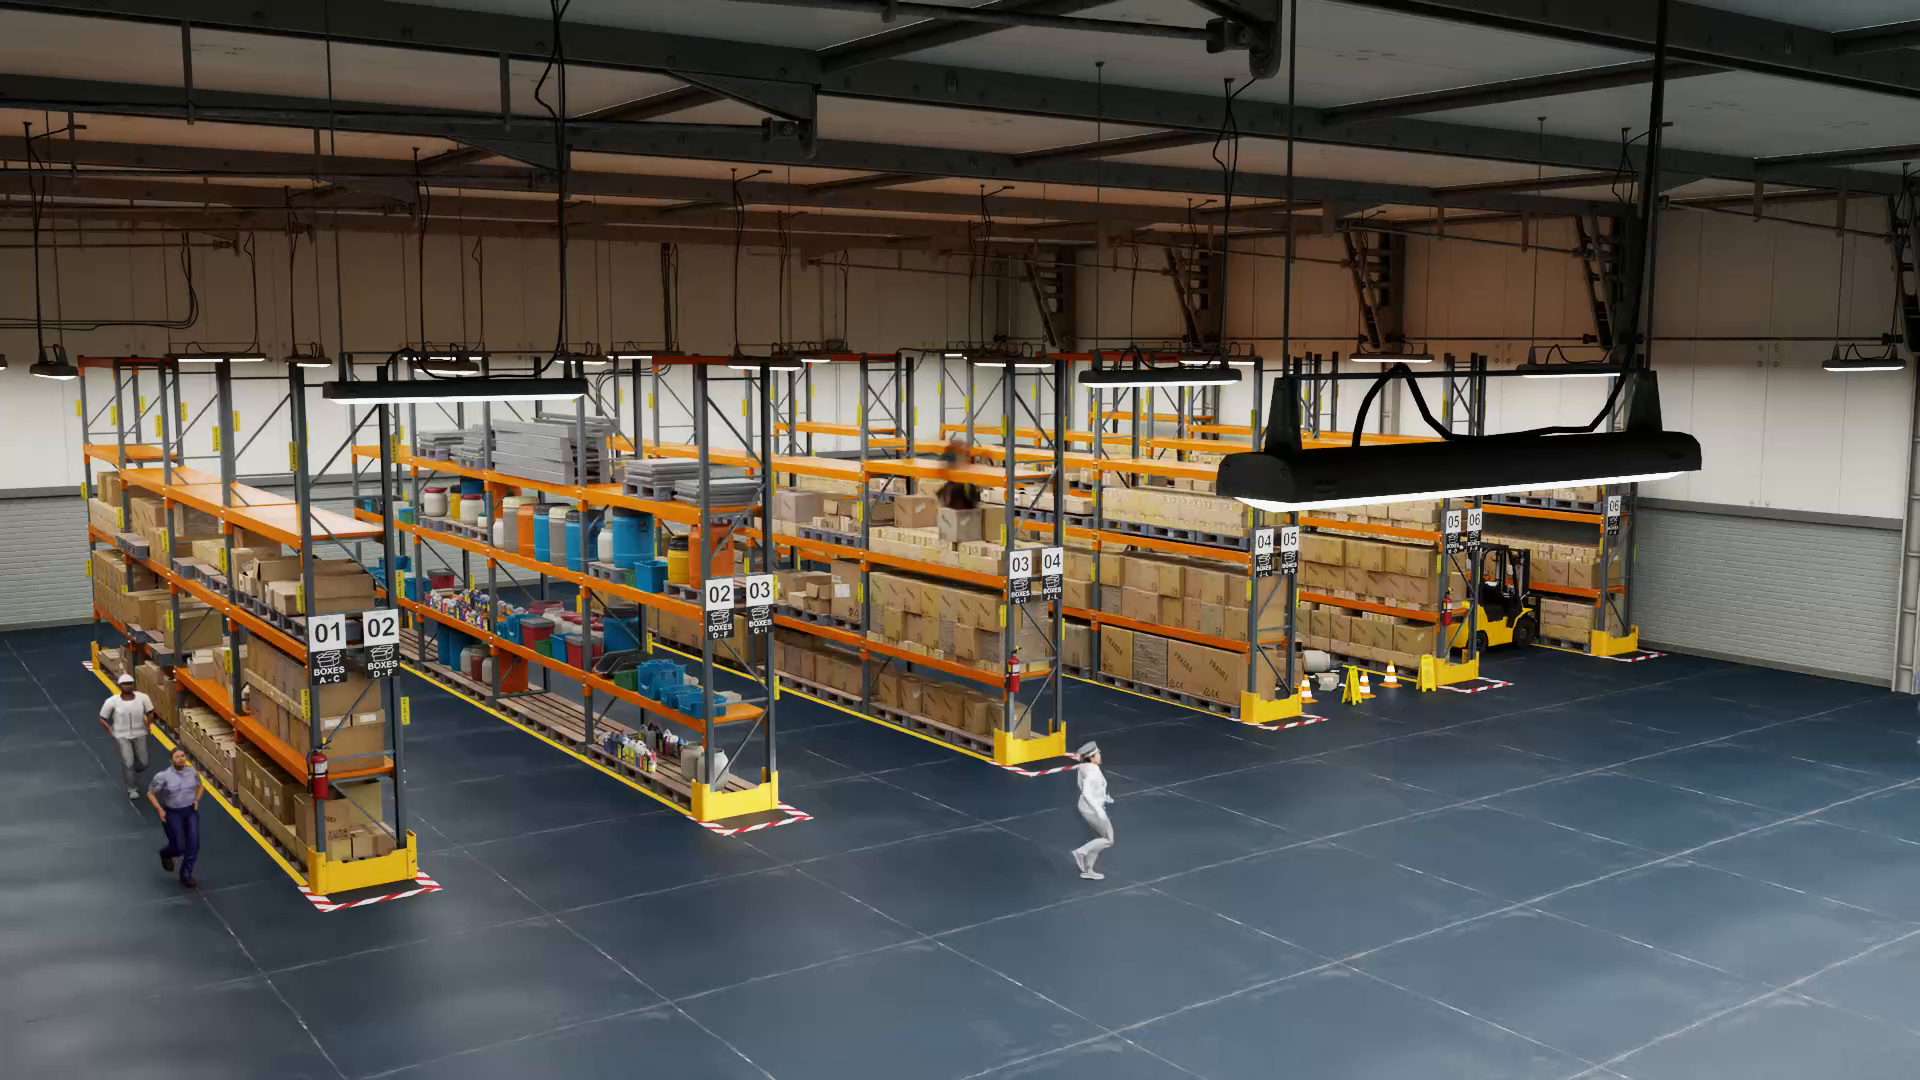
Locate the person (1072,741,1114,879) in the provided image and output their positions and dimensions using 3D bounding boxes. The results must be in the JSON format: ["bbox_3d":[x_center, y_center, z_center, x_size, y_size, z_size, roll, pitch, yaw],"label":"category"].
[{"bbox_3d":[1.555,3.167,19.480,0.546,1.657,0.621,-1,7,-11],"label":"person"}]

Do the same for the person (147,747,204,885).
[{"bbox_3d":[-9.095,3.199,19.366,0.566,1.599,0.623,6,9,40],"label":"person"}]

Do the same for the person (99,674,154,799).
[{"bbox_3d":[-11.487,2.698,22.984,0.700,1.719,0.625,-5,9,-36],"label":"person"}]
